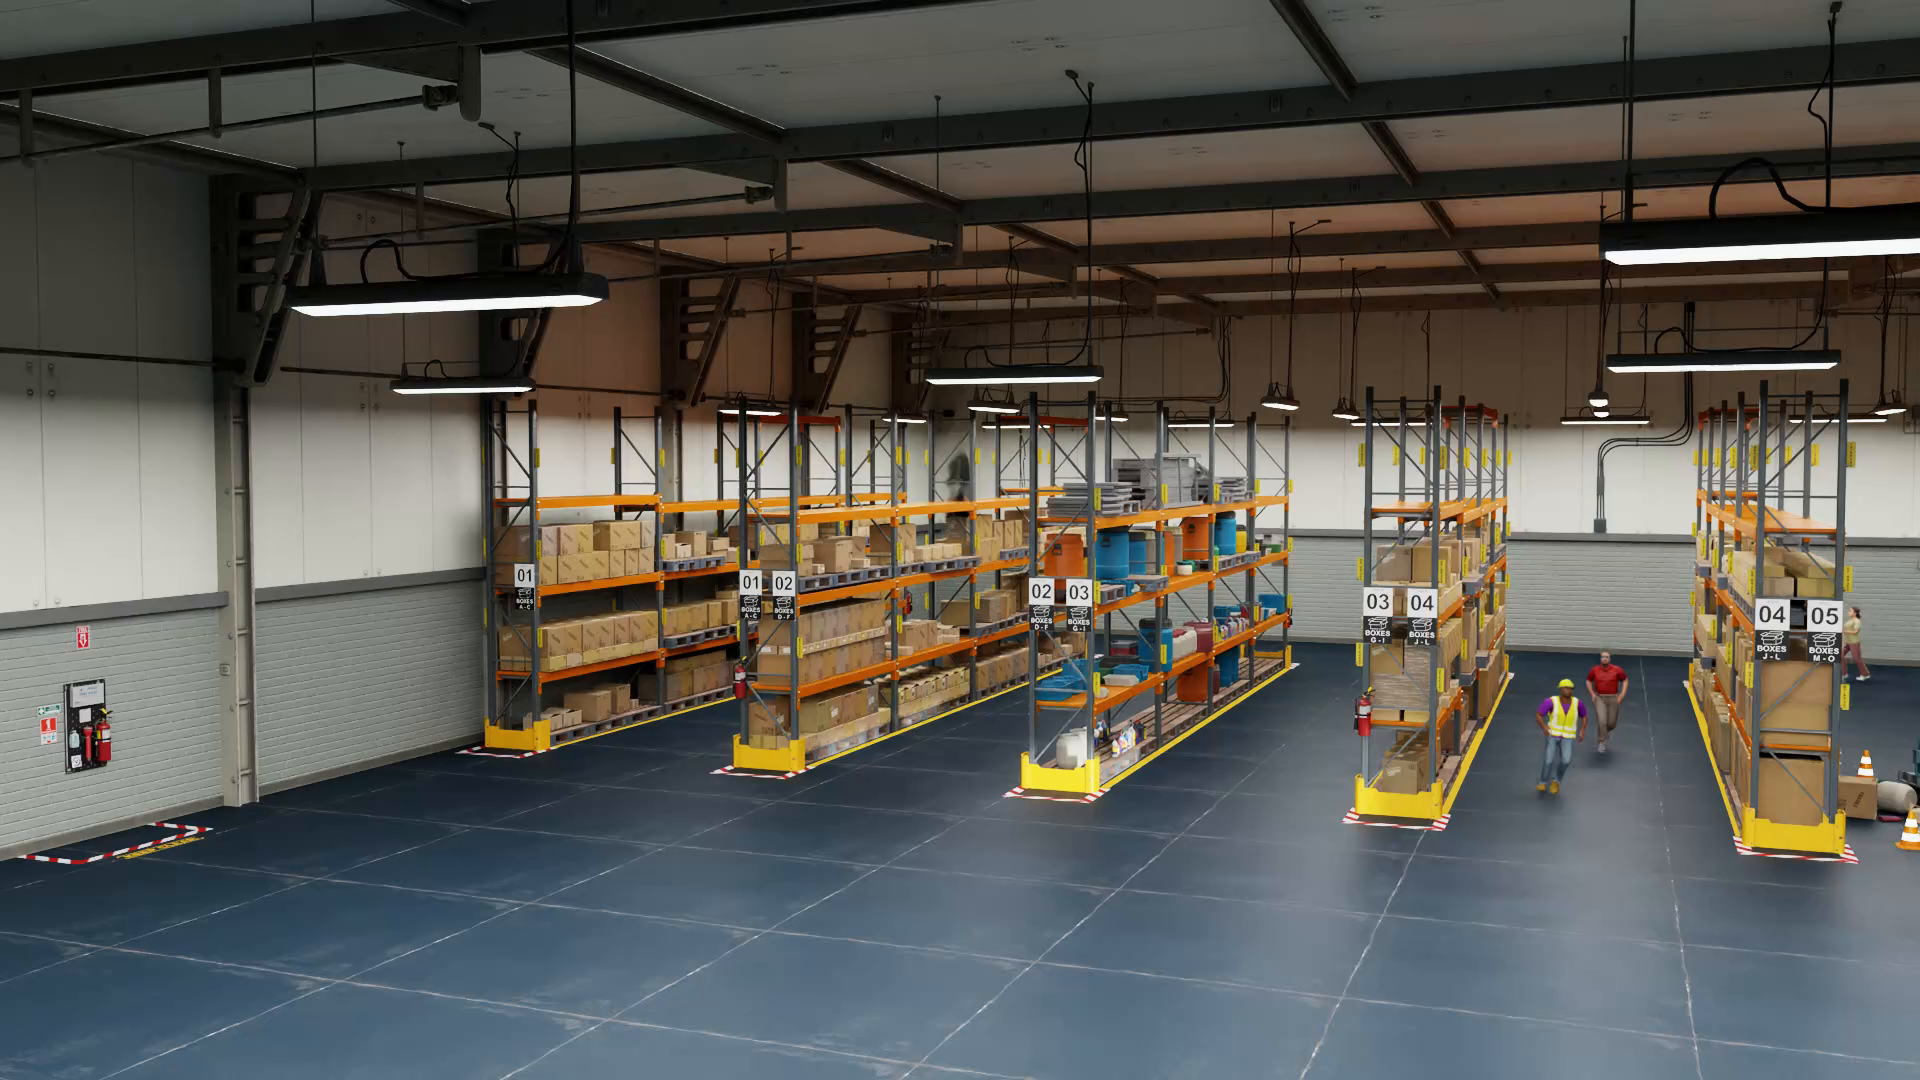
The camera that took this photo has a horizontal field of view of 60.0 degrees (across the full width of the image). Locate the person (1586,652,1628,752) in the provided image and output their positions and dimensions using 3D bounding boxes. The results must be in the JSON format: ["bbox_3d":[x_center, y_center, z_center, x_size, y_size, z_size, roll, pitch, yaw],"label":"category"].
[{"bbox_3d":[11.103,2.760,28.549,0.683,1.718,0.664,1,3,22],"label":"person"}]

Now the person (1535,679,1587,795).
[{"bbox_3d":[8.936,2.923,24.692,0.765,1.719,0.608,1,3,13],"label":"person"}]

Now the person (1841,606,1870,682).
[{"bbox_3d":[19.898,2.341,37.040,0.735,1.725,0.539,0,3,0],"label":"person"}]
